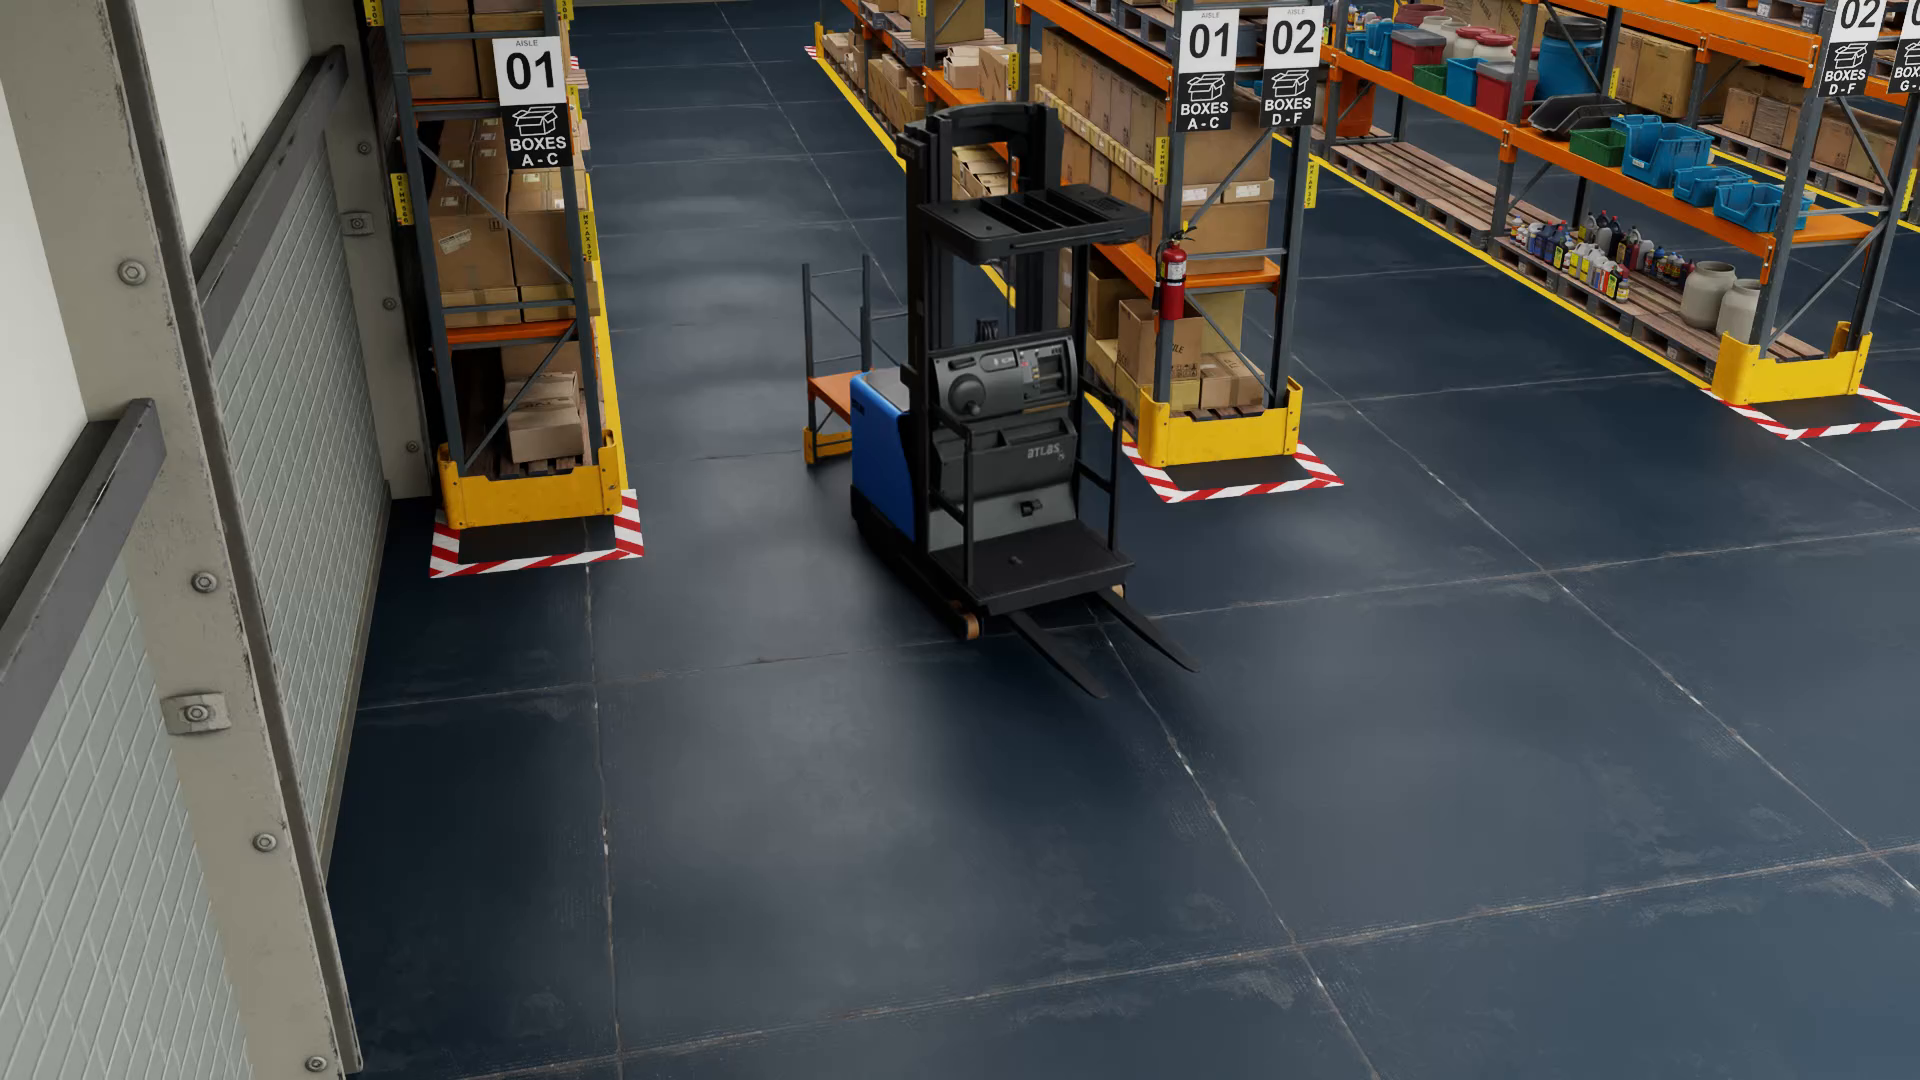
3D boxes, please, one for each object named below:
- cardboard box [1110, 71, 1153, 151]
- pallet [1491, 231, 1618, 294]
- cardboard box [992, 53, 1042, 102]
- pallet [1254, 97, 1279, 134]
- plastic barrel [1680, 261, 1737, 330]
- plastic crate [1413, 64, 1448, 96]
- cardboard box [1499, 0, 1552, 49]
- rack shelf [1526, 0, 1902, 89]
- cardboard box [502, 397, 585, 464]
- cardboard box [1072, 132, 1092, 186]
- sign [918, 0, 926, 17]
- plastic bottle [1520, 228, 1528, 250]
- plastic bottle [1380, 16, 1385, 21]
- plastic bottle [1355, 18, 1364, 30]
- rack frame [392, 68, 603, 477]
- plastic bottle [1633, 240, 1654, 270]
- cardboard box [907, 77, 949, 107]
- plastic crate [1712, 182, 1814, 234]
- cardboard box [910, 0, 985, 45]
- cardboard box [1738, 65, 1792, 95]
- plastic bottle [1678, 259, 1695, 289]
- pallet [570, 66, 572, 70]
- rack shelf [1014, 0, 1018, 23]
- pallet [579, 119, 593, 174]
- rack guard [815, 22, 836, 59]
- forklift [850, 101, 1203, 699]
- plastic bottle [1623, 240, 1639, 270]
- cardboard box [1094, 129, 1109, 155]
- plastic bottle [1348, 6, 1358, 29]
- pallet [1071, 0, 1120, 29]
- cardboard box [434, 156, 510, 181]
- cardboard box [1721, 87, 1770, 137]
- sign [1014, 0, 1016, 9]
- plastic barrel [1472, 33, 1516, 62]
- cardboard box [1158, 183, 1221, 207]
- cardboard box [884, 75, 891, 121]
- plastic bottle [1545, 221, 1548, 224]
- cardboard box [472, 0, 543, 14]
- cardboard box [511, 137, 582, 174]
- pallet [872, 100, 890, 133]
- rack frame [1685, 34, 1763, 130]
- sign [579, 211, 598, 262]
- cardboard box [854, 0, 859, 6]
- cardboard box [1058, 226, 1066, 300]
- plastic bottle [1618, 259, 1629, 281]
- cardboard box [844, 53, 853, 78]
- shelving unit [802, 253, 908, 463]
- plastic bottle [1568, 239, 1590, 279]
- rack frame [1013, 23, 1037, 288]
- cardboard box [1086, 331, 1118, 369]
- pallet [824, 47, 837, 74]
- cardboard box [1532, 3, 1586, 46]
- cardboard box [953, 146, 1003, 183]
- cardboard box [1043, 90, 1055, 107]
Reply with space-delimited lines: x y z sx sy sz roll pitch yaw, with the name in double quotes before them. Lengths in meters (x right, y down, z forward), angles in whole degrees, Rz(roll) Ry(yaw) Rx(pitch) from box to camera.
"cardboard box" 1.568 -3.314 12.783 0.700 0.500 0.500 -6 27 -11
"pallet" 5.947 -2.723 16.257 1.003 0.211 1.213 -6 27 -12
"cardboard box" 0.621 -4.600 16.771 0.500 0.500 0.500 -6 27 -12
"pallet" 4.445 -5.654 22.065 1.003 0.211 1.213 -6 27 -12
"plastic barrel" 6.402 -2.089 14.201 0.421 0.512 0.421 0 27 0
"plastic crate" 5.169 -4.908 17.727 0.450 0.188 0.662 -6 27 -12
"cardboard box" 8.788 -7.819 25.150 0.875 0.875 0.875 -6 27 -12
"rack shelf" 6.287 -4.407 13.968 1.077 0.370 4.000 -6 27 -12
"cardboard box" -2.982 -0.814 11.876 0.500 0.311 0.500 -9 28 -17
"cardboard box" 1.350 -3.165 13.926 0.700 0.500 0.500 -6 27 -11
"sign" -0.418 -5.944 18.347 0.100 0.325 0.005 -6 27 -12
"plastic bottle" 5.527 -2.940 16.211 0.097 0.201 0.097 0 27 0
"plastic bottle" 5.153 -6.242 20.277 0.097 0.271 0.097 0 27 0
"plastic bottle" 4.931 -6.339 20.548 0.097 0.201 0.097 0 27 0
"rack frame" -2.914 -1.505 10.749 1.000 3.000 0.127 -6 27 -12
"plastic bottle" 6.411 -2.696 15.644 0.152 0.276 0.135 -5 27 -11
"cardboard box" -0.348 -5.348 19.817 0.500 0.250 0.500 -5 27 -10
"plastic crate" 6.334 -2.634 13.151 0.499 0.251 0.616 -6 27 -12
"cardboard box" -0.143 -6.019 19.115 0.700 0.500 0.500 -16 31 -29
"cardboard box" 9.941 -5.650 20.415 0.500 0.250 0.500 -5 27 -9
"plastic bottle" 6.600 -2.424 15.095 0.061 0.283 0.133 -5 27 -11
"pallet" -6.263 -6.941 24.614 1.003 0.211 1.213 -6 27 -12
"rack shelf" 0.559 -5.662 16.454 1.077 0.370 4.000 -6 27 -12
"pallet" -3.846 -3.526 14.965 1.003 0.211 1.213 -6 27 -12
"rack guard" -1.677 -7.884 26.162 1.175 0.500 0.348 -6 27 -12
"forklift" 0.372 -0.936 9.698 1.130 2.935 3.031 -13 29 -23
"plastic bottle" 6.308 -2.688 15.620 0.061 0.283 0.133 -6 27 -12
"cardboard box" 1.288 -3.173 13.223 0.380 0.149 0.250 -6 27 -12
"plastic bottle" 4.967 -6.605 20.996 0.097 0.271 0.097 0 27 0
"pallet" 1.499 -4.159 12.776 1.003 0.211 1.213 -6 27 -12
"cardboard box" -3.452 -2.416 11.865 0.500 0.500 0.500 -7 28 -13
"cardboard box" 9.931 -5.314 20.582 0.700 0.500 0.500 -7 28 -14
"sign" 0.648 -6.096 18.561 0.100 0.325 0.005 -6 27 -12
"plastic barrel" 5.669 -5.092 17.705 0.433 0.535 0.433 0 27 0
"cardboard box" 1.640 -2.492 11.874 0.380 0.149 0.250 -6 27 -12
"cardboard box" -0.685 -5.668 21.283 0.500 0.500 0.500 -6 27 -11
"plastic bottle" 5.684 -2.938 16.115 0.061 0.283 0.133 -6 27 -12
"cardboard box" -2.764 -3.538 10.205 0.500 0.500 0.500 -8 28 -15
"cardboard box" -3.069 -2.693 12.414 0.500 0.500 0.500 -5 27 -10
"pallet" -0.573 -5.679 22.115 1.003 0.211 1.213 -6 27 -12
"rack frame" 9.761 -6.526 20.697 1.000 3.000 0.127 -6 27 -12
"sign" -2.386 -1.947 10.663 0.100 0.325 0.005 -6 27 -12
"cardboard box" -1.156 -7.516 22.547 0.500 0.500 0.500 -6 27 -11
"cardboard box" 1.035 -2.386 14.248 0.500 0.500 0.500 -6 27 -12
"plastic bottle" 5.971 -2.381 15.011 0.061 0.283 0.133 -6 27 -12
"cardboard box" -1.367 -6.824 23.784 0.500 0.311 0.500 -6 27 -12
"shelving unit" -0.650 -1.106 11.624 0.587 1.500 1.083 -13 29 -23
"plastic bottle" 5.753 -2.615 15.400 0.144 0.351 0.185 -6 27 -12
"rack frame" 1.010 -3.766 15.228 1.000 3.000 0.127 -6 27 -12
"cardboard box" 1.264 -1.613 13.548 0.500 0.250 0.500 -6 27 -12
"pallet" -1.497 -7.405 25.534 1.003 0.211 1.213 -6 27 -12
"cardboard box" 9.023 -7.242 24.007 1.225 0.875 0.875 -6 27 -11
"cardboard box" 0.180 -4.018 17.692 0.500 0.311 0.500 -7 28 -13
"cardboard box" 0.938 -3.852 14.568 0.380 0.149 0.250 -6 27 -11
